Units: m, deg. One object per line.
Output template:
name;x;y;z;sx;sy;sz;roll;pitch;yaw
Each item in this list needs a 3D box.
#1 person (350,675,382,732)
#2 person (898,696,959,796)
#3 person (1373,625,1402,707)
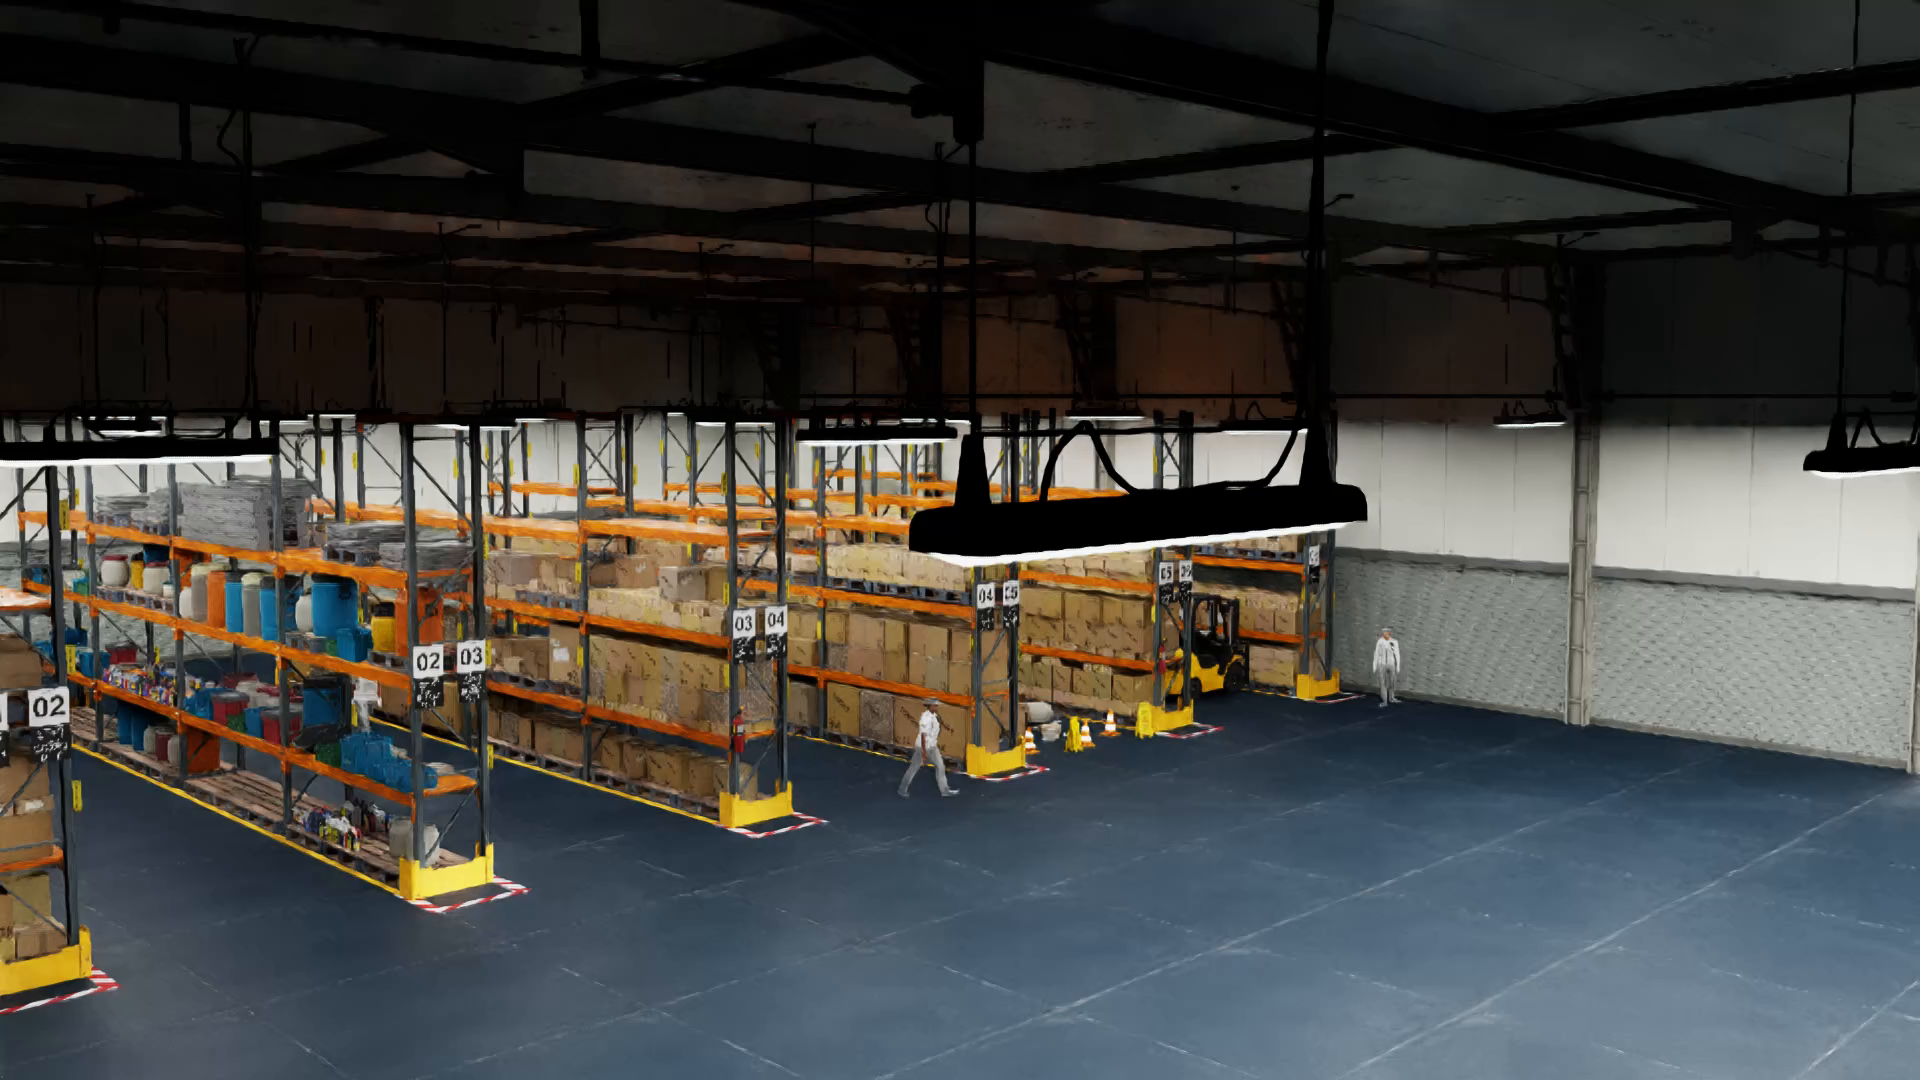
person;-10.679;2.862;29.997;1.127;1.707;0.563;5;7;43
person;-0.515;3.249;26.207;0.938;1.624;0.494;2;5;23
person;8.763;2.555;34.056;0.572;1.668;0.531;2;5;17
